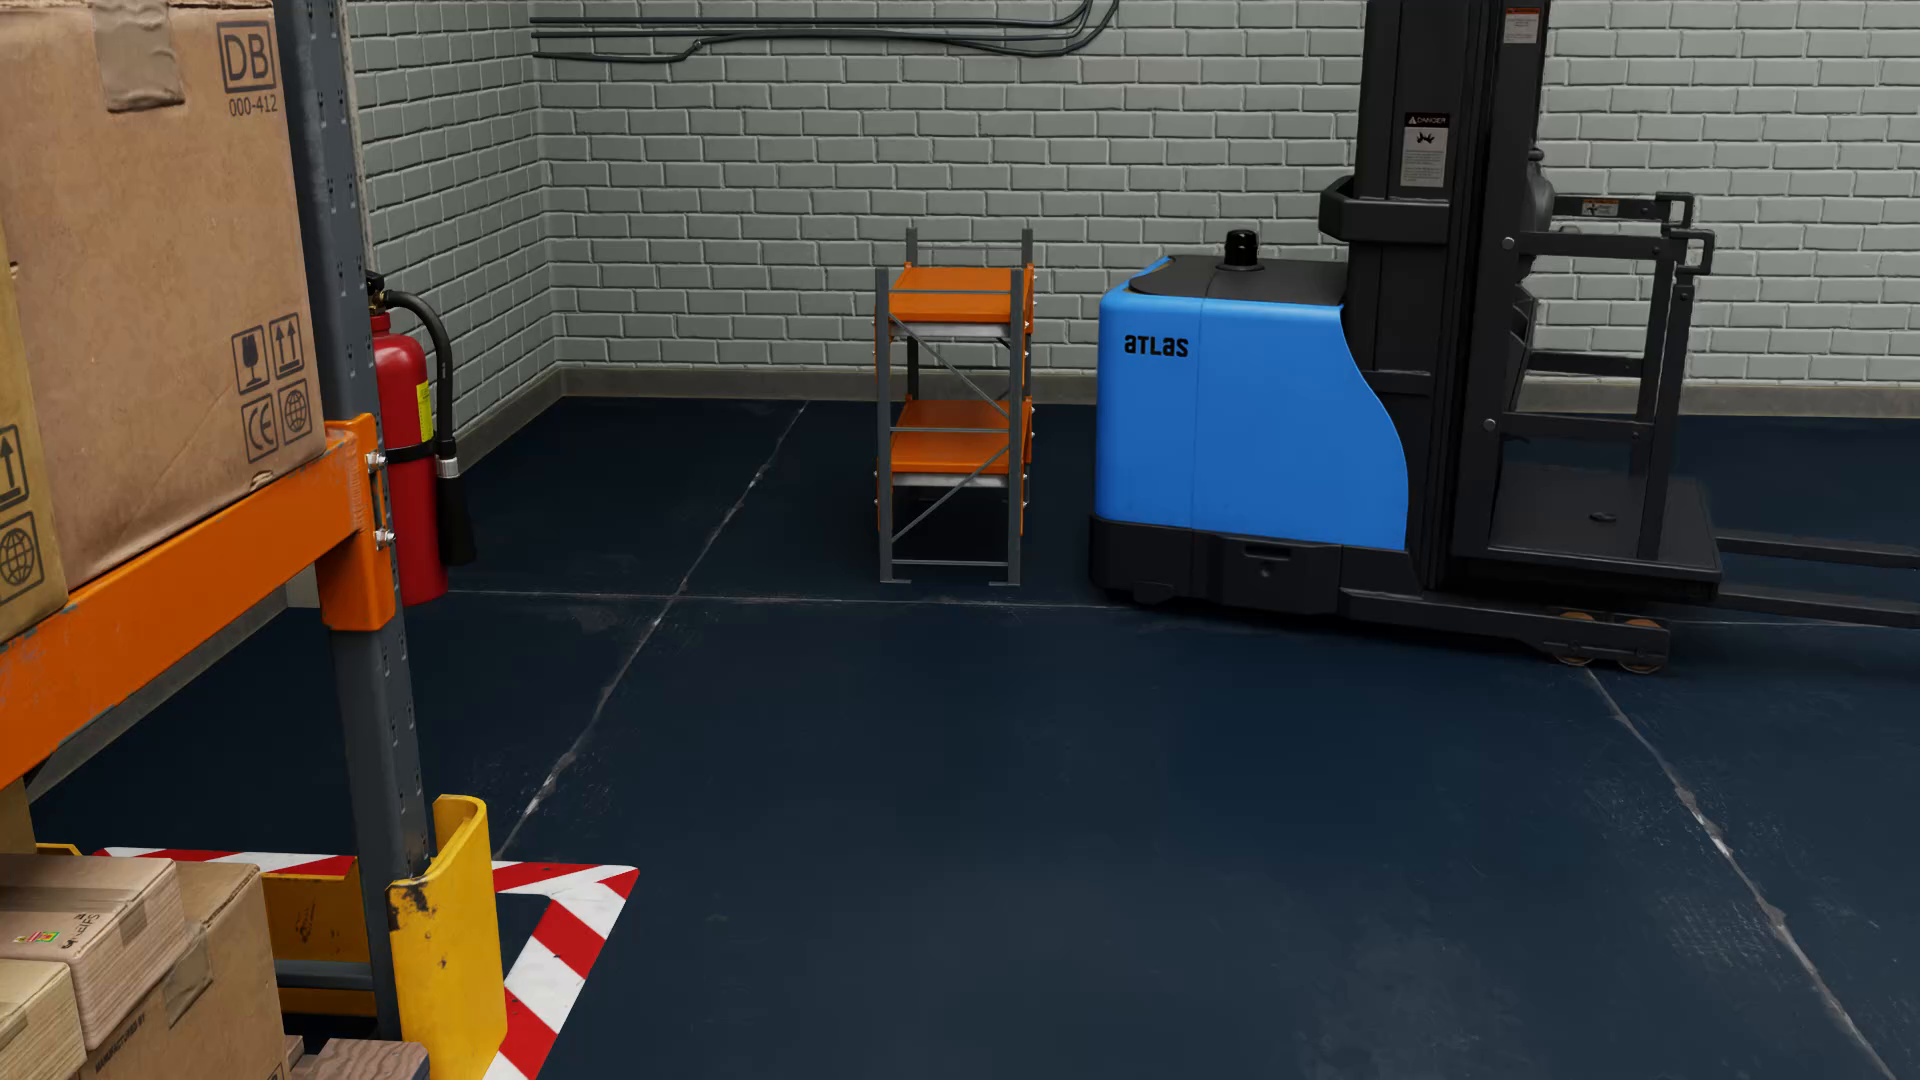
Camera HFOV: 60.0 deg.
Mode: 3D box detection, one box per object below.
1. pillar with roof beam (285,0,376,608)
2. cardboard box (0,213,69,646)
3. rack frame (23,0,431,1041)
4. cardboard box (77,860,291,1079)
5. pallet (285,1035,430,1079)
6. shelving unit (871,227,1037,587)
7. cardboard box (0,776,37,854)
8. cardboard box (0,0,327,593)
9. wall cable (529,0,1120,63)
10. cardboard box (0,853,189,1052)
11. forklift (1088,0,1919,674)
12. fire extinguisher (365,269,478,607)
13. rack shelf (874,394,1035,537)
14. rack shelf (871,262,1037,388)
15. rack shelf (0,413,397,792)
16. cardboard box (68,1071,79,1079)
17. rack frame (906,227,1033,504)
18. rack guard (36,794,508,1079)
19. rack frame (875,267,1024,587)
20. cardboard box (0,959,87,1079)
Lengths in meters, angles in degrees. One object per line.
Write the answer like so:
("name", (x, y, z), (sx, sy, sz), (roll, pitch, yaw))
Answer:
("pillar with roof beam", (2.113, -4.010, 4.208), (9.100, 9.000, 0.400), (1, 18, 4))
("cardboard box", (-1.579, -0.155, 1.596), (0.980, 0.700, 0.700), (1, 18, 3))
("rack frame", (-1.512, -0.397, 2.817), (1.000, 3.000, 0.127), (1, 18, 4))
("cardboard box", (-1.462, 0.811, 2.471), (0.700, 0.500, 0.500), (1, 18, 4))
("pallet", (-1.491, 1.178, 2.488), (1.003, 0.211, 1.213), (1, 18, 4))
("shelving unit", (0.000, -0.537, 6.254), (0.538, 1.125, 1.048), (1, 18, 4))
("cardboard box", (-1.653, 0.459, 2.502), (0.380, 0.149, 0.250), (1, 18, 4))
("cardboard box", (-1.538, -0.381, 2.286), (0.980, 0.700, 0.700), (2, 18, 6))
("wall cable", (-0.750, -3.521, 7.703), (3.097, 2.526, 0.112), (1, 18, 4))
("cardboard box", (-1.289, 0.547, 2.236), (0.380, 0.149, 0.250), (1, 18, 3))
("forklift", (2.018, -1.165, 5.270), (3.031, 2.935, 1.130), (6, 19, 19))
("fire extinguisher", (-1.040, -0.220, 2.999), (0.296, 0.674, 0.183), (1, 18, 4))
("rack shelf", (0.000, -0.304, 6.330), (0.538, 0.278, 1.000), (1, 18, 4))
("rack shelf", (0.000, -0.815, 6.163), (0.538, 0.278, 1.000), (1, 18, 4))
("rack shelf", (-1.655, 0.566, 1.033), (1.077, 0.370, 4.000), (1, 18, 4))
("cardboard box", (-1.498, 0.966, 1.996), (0.700, 0.500, 0.500), (1, 18, 4))
("rack frame", (0.037, -0.695, 6.736), (0.500, 1.125, 0.032), (1, 18, 4))
("rack guard", (-1.510, 0.783, 3.229), (1.175, 0.500, 0.348), (1, 18, 4))
("rack frame", (-0.036, -0.379, 5.772), (0.500, 1.125, 0.032), (1, 18, 4))
("cardboard box", (-1.307, 0.626, 1.993), (0.380, 0.149, 0.250), (2, 18, 5))
